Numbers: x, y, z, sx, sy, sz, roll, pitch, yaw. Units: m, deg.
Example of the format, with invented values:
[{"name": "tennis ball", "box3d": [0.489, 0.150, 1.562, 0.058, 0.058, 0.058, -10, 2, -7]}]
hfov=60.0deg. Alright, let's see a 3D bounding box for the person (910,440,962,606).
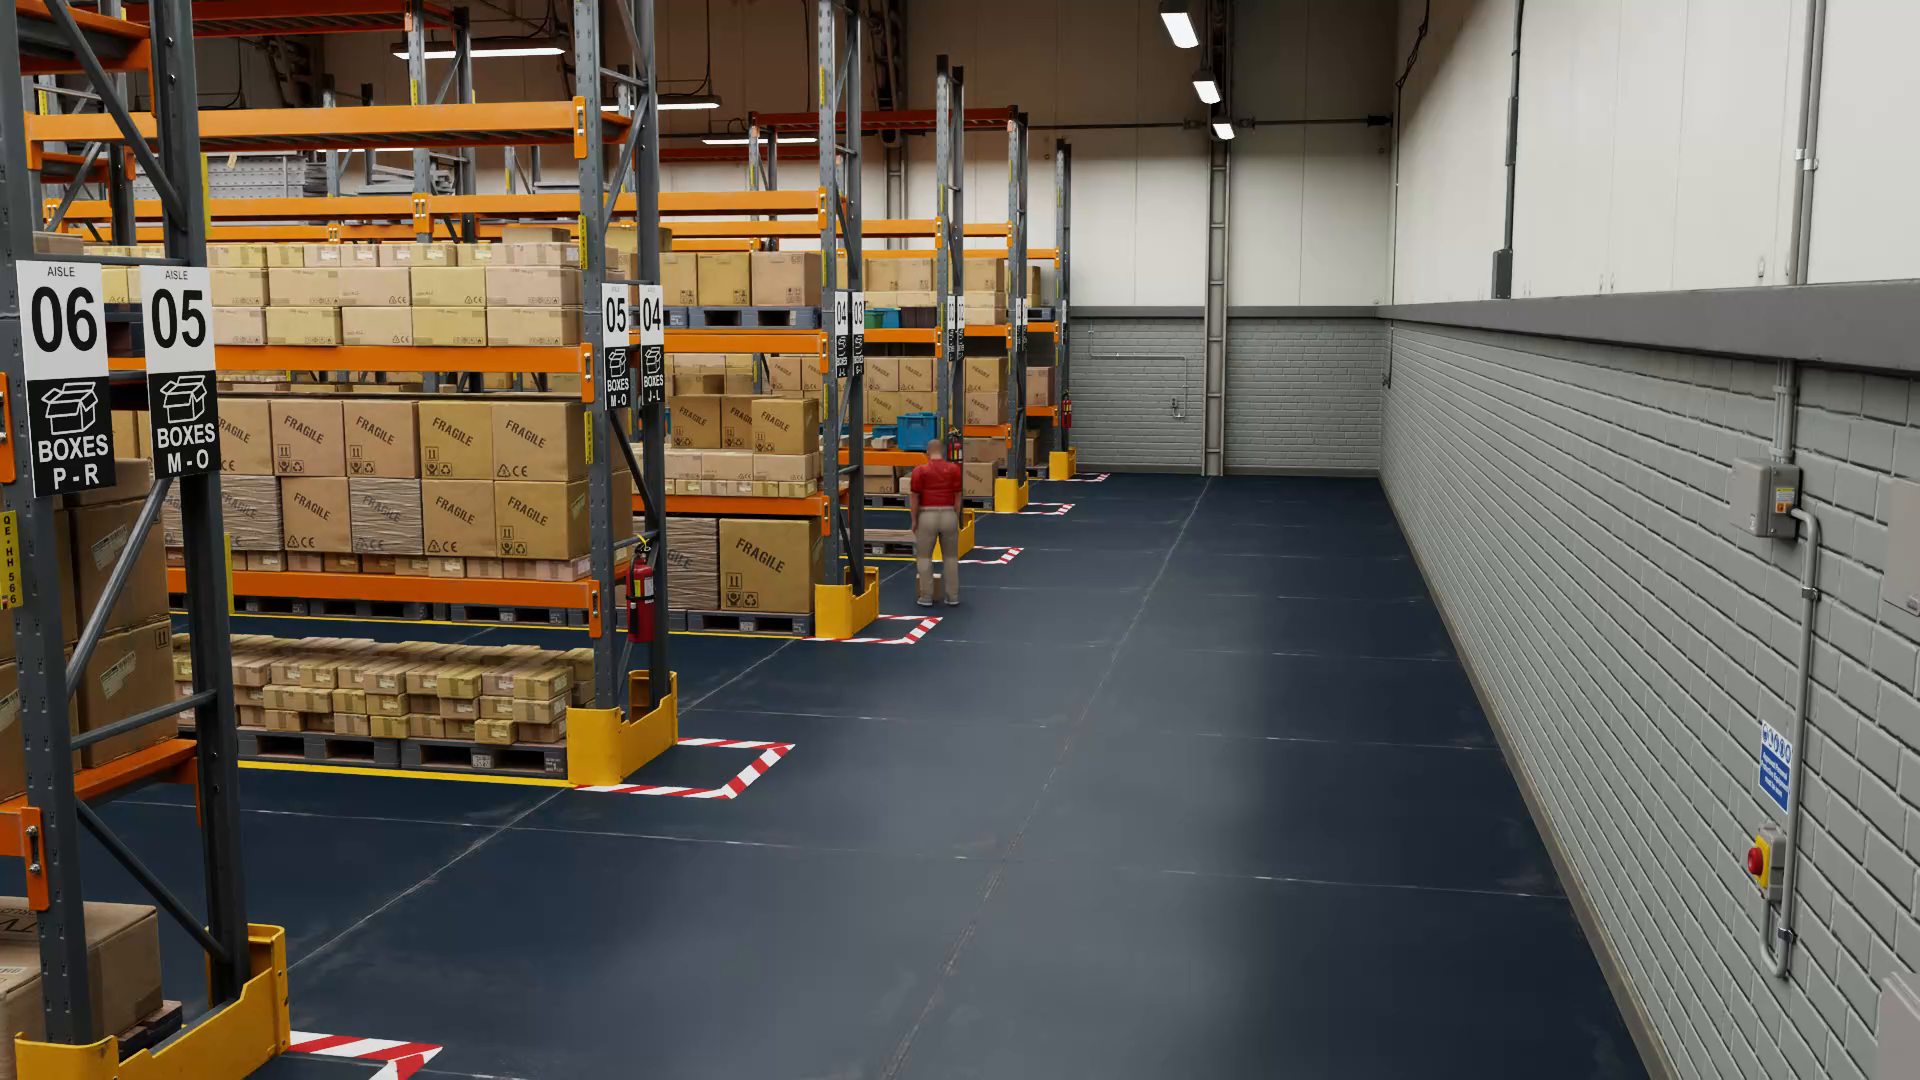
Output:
[{"name": "person", "box3d": [-0.254, -0.171, 17.131, 0.538, 1.712, 0.366, -1, 8, -10]}]
